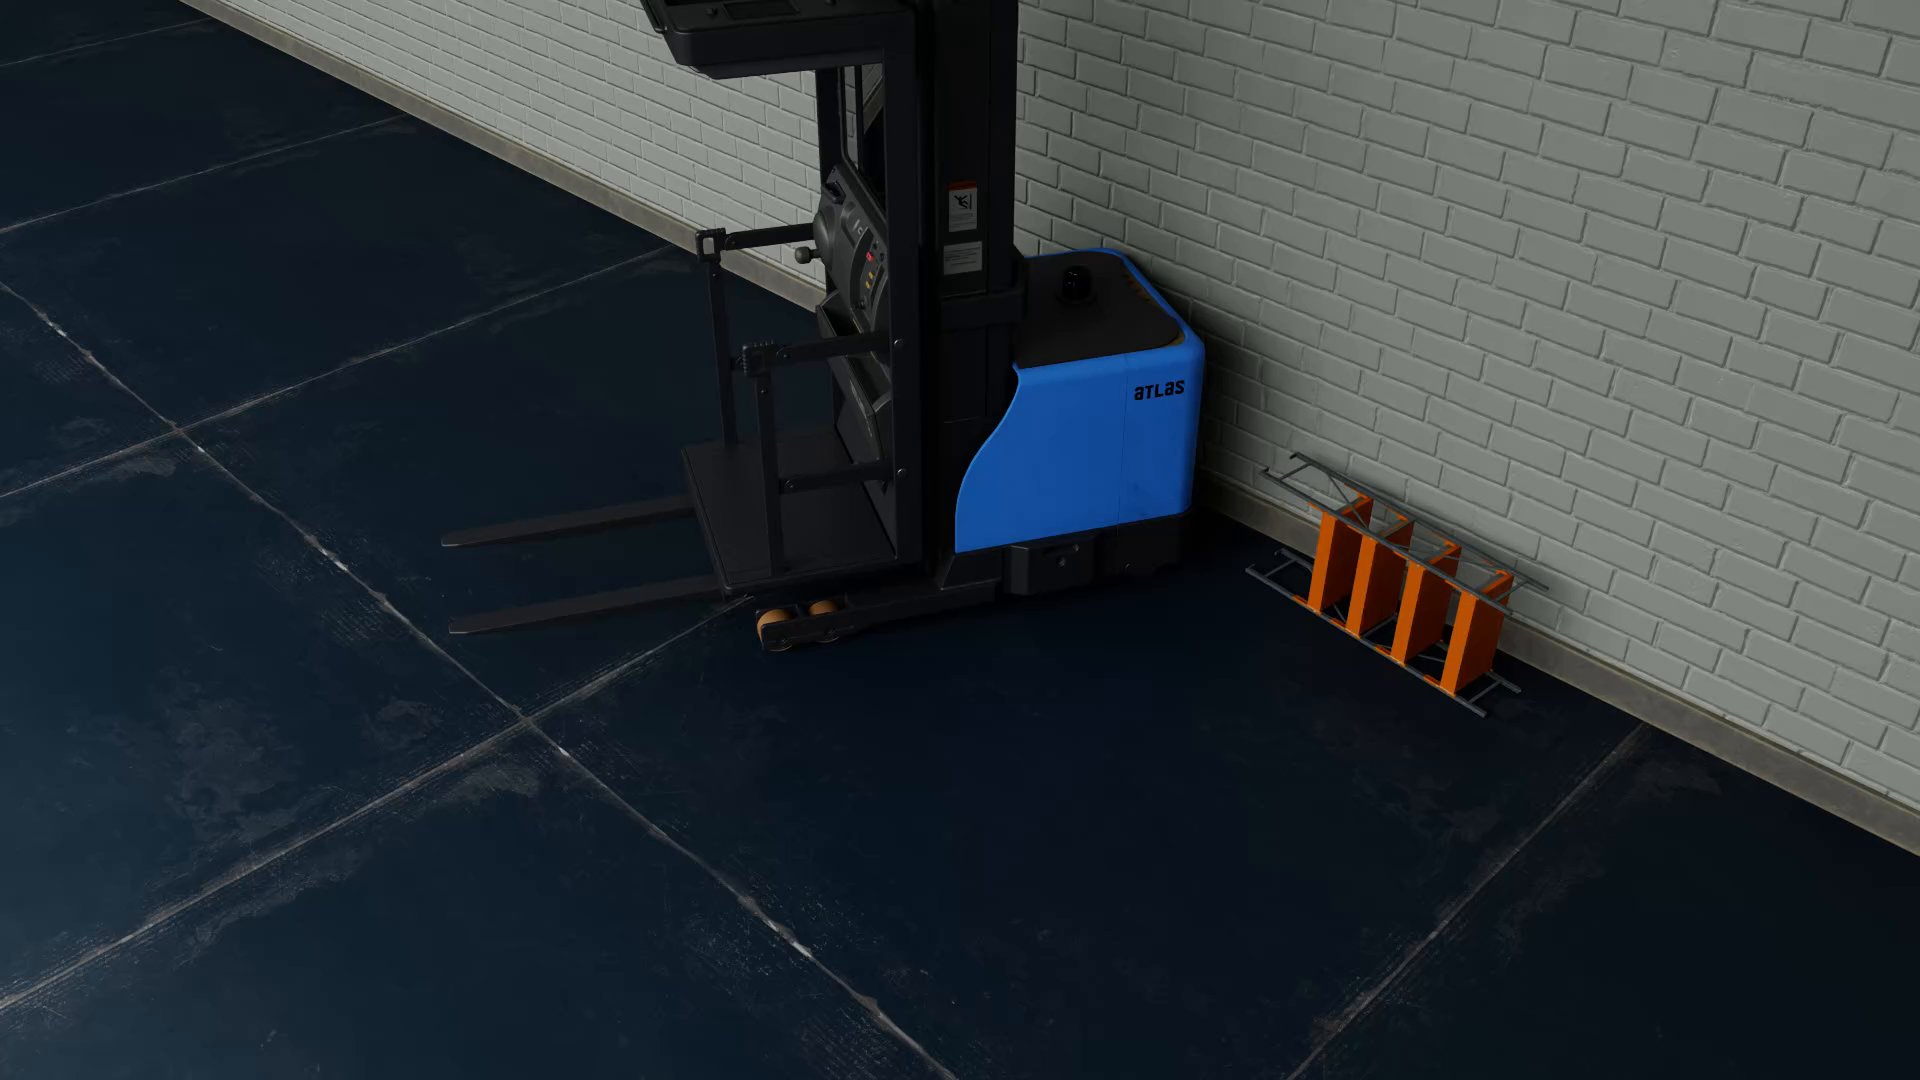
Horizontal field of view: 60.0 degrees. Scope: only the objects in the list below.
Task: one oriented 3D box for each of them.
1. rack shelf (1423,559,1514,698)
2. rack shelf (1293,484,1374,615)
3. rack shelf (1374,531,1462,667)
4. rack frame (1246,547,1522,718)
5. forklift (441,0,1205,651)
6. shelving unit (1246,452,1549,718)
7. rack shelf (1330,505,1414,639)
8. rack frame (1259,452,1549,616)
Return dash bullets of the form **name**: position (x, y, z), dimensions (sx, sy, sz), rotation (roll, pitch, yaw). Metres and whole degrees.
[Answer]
- **rack shelf**: position (1.941, 0.331, 6.330), dimensions (0.258, 0.480, 0.148), rotation (-26, 43, -32)
- **rack shelf**: position (1.516, 0.034, 6.737), dimensions (0.258, 0.480, 0.148), rotation (-26, 43, -32)
- **rack shelf**: position (1.788, 0.224, 6.476), dimensions (0.258, 0.480, 0.148), rotation (-26, 43, -32)
- **rack frame**: position (1.685, 0.352, 6.715), dimensions (0.240, 0.015, 1.200), rotation (-26, 43, -32)
- **forklift**: position (-0.598, -1.098, 6.262), dimensions (3.031, 2.935, 1.130), rotation (-10, 36, -14)
- **shelving unit**: position (1.687, 0.154, 6.573), dimensions (0.258, 0.503, 1.200), rotation (-26, 43, -32)
- **rack shelf**: position (1.644, 0.124, 6.614), dimensions (0.258, 0.480, 0.148), rotation (-26, 43, -32)
- **rack frame**: position (1.690, -0.045, 6.431), dimensions (0.240, 0.015, 1.200), rotation (-26, 43, -32)
